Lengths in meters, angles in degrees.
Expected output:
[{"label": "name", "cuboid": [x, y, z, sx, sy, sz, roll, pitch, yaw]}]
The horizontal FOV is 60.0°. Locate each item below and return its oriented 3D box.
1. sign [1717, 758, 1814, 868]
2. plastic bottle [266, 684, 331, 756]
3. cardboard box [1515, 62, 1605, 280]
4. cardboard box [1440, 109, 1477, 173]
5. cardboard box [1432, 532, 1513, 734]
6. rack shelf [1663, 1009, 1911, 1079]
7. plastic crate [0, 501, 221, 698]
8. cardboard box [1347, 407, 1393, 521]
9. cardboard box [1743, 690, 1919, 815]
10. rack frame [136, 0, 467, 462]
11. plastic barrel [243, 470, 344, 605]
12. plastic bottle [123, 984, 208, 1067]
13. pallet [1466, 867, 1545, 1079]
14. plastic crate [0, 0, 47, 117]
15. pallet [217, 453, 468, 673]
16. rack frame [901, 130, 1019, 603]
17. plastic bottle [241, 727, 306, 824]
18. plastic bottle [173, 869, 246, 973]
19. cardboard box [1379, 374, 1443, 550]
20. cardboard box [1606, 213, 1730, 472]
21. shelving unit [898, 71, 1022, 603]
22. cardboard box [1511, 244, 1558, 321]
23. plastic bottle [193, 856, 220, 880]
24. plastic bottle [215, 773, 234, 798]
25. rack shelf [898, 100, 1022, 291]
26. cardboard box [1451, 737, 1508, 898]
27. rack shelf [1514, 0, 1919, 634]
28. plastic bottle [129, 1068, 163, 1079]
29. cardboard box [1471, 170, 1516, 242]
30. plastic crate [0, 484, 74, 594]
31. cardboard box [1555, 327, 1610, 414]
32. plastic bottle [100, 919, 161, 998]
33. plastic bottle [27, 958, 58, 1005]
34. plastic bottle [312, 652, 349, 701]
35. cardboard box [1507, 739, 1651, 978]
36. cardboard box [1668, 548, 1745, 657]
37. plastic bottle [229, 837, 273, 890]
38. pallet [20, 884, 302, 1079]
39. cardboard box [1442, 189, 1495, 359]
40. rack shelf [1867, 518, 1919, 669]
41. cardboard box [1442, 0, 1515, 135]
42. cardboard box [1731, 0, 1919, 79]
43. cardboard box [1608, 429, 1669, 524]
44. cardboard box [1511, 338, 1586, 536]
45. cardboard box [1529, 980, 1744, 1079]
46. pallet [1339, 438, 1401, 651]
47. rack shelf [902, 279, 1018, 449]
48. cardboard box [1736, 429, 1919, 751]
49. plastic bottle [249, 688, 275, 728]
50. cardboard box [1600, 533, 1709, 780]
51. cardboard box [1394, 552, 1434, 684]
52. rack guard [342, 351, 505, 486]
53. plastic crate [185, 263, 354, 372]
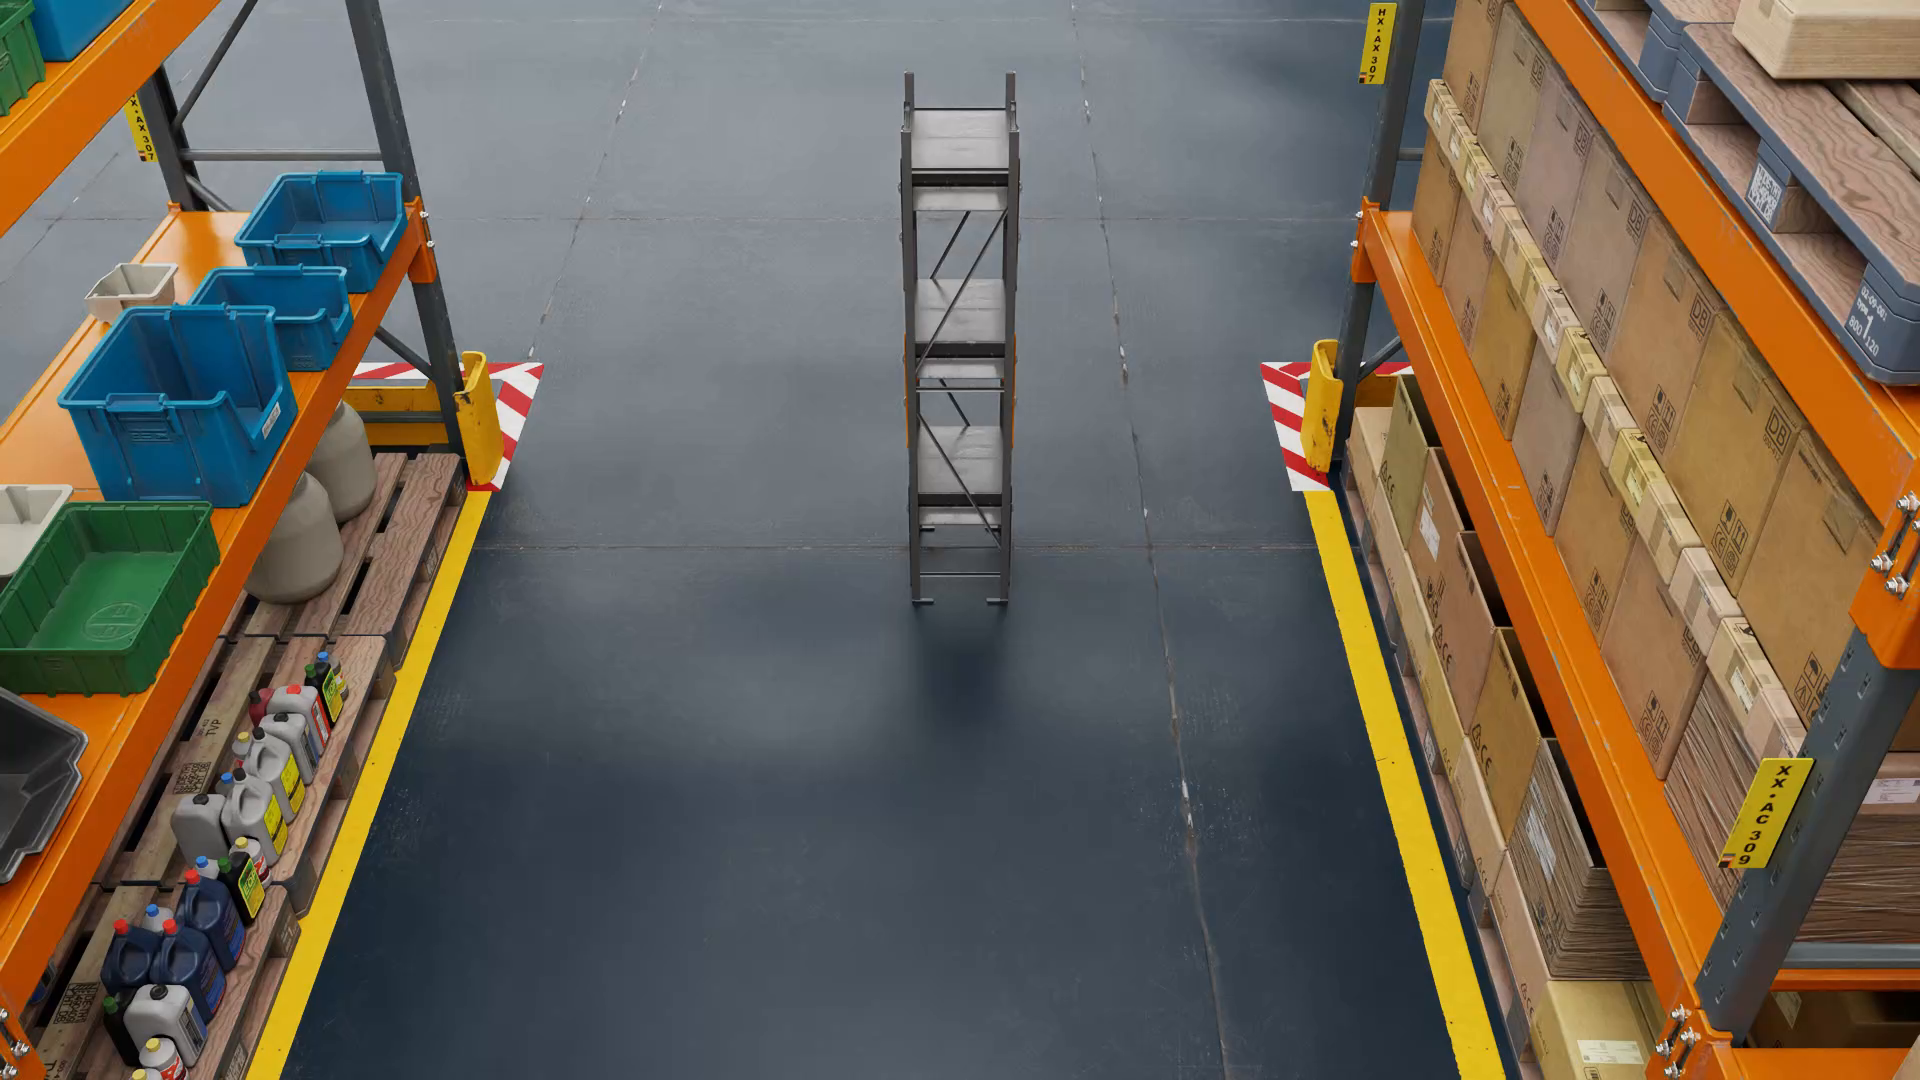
[{"label": "sign", "cuboid": [1.642, 0.561, 3.396, 0.100, 0.325, 0.005, 0, 39, 0]}, {"label": "plastic bottle", "cuboid": [-2.348, 0.625, 5.898, 0.152, 0.276, 0.135, 0, 39, 0]}, {"label": "cardboard box", "cuboid": [2.187, -1.149, 5.168, 0.700, 0.500, 0.500, 0, 39, 0]}, {"label": "cardboard box", "cuboid": [1.980, -1.455, 6.068, 0.380, 0.149, 0.250, -1, 39, -1]}, {"label": "cardboard box", "cuboid": [1.969, 0.317, 5.719, 0.500, 0.500, 0.500, 0, 39, 0]}, {"label": "rack shelf", "cuboid": [2.199, 2.460, 2.357, 1.077, 0.370, 4.000, 0, 39, 0]}, {"label": "plastic crate", "cuboid": [-2.476, 0.163, 4.817, 0.450, 0.188, 0.662, 0, 39, 0]}, {"label": "cardboard box", "cuboid": [1.970, -0.328, 7.124, 0.500, 0.250, 0.500, 0, 39, 0]}, {"label": "cardboard box", "cuboid": [1.982, 0.466, 3.671, 0.380, 0.149, 0.250, 0, 39, 0]}, {"label": "rack frame", "cuboid": [-2.761, -1.572, 6.813, 1.000, 3.000, 0.127, 0, 39, 0]}, {"label": "plastic barrel", "cuboid": [-2.684, -0.040, 6.555, 0.421, 0.512, 0.421, 0, 39, 0]}, {"label": "plastic bottle", "cuboid": [-2.346, 1.419, 4.907, 0.152, 0.276, 0.135, 1, 39, 2]}, {"label": "pallet", "cuboid": [2.238, 1.519, 5.186, 1.003, 0.211, 1.213, 0, 39, 0]}, {"label": "plastic crate", "cuboid": [-2.486, -1.145, 4.051, 0.336, 0.188, 0.450, 0, 39, 0]}, {"label": "pallet", "cuboid": [-2.719, 0.072, 6.992, 1.003, 0.211, 1.213, 0, 39, 0]}, {"label": "rack frame", "cuboid": [0.000, -0.563, 6.274, 0.400, 2.100, 0.015, 0, 39, 0]}, {"label": "plastic bottle", "cuboid": [-2.344, 0.786, 5.637, 0.144, 0.351, 0.185, 1, 39, 2]}, {"label": "plastic bottle", "cuboid": [-2.343, 1.168, 5.160, 0.144, 0.351, 0.185, -2, 39, -2]}, {"label": "cardboard box", "cuboid": [1.973, -0.308, 6.499, 0.500, 0.500, 0.500, 0, 39, 0]}, {"label": "cardboard box", "cuboid": [2.188, -0.524, 4.387, 0.700, 0.500, 0.500, 0, 39, 0]}, {"label": "shelving unit", "cuboid": [0.000, -0.716, 6.464, 0.431, 2.100, 0.503, 0, 39, 0]}, {"label": "cardboard box", "cuboid": [1.981, -0.814, 5.269, 0.380, 0.149, 0.250, -1, 39, -1]}, {"label": "plastic bottle", "cuboid": [-2.380, 1.107, 5.299, 0.097, 0.271, 0.097, 0, 39, 0]}, {"label": "plastic bottle", "cuboid": [-2.464, 0.872, 5.649, 0.097, 0.201, 0.097, 0, 39, 0]}, {"label": "rack shelf", "cuboid": [0.000, -1.251, 6.035, 0.431, 0.518, 0.480, 0, 39, 0]}, {"label": "cardboard box", "cuboid": [1.972, 0.922, 5.563, 0.500, 0.250, 0.500, 0, 39, 0]}, {"label": "rack shelf", "cuboid": [2.194, -1.212, 4.541, 1.077, 0.370, 4.000, 0, 39, 0]}, {"label": "plastic bottle", "cuboid": [-2.319, 1.587, 4.757, 0.097, 0.201, 0.097, 0, 39, 0]}, {"label": "cardboard box", "cuboid": [1.977, -1.141, 5.676, 0.380, 0.149, 0.250, -1, 39, -1]}, {"label": "plastic crate", "cuboid": [-3.012, 0.017, 5.041, 0.530, 0.136, 0.437, 0, 39, 0]}, {"label": "cardboard box", "cuboid": [1.979, -0.494, 4.869, 0.380, 0.149, 0.250, 1, 39, 1]}, {"label": "plastic bottle", "cuboid": [-2.487, 1.287, 5.012, 0.144, 0.351, 0.185, 0, 39, 0]}, {"label": "plastic bottle", "cuboid": [-2.898, 1.282, 5.077, 0.152, 0.276, 0.135, 0, 39, 0]}, {"label": "plastic bottle", "cuboid": [-2.321, 0.497, 6.118, 0.097, 0.201, 0.097, 0, 39, 0]}, {"label": "cardboard box", "cuboid": [1.989, 0.942, 4.939, 0.500, 0.500, 0.500, 0, 39, 0]}, {"label": "cardboard box", "cuboid": [1.981, 0.148, 4.068, 0.380, 0.149, 0.250, -1, 39, -1]}, {"label": "plastic bottle", "cuboid": [-2.320, 1.050, 5.427, 0.097, 0.201, 0.097, 0, 39, 0]}, {"label": "pallet", "cuboid": [-2.716, 1.598, 5.088, 1.003, 0.211, 1.213, 0, 39, 0]}, {"label": "cardboard box", "cuboid": [2.185, -0.992, 6.009, 0.700, 0.500, 0.500, 1, 39, 1]}, {"label": "rack shelf", "cuboid": [2.199, 1.289, 1.419, 1.077, 0.370, 4.000, 0, 39, 0]}, {"label": "cardboard box", "cuboid": [2.180, -1.793, 5.972, 0.700, 0.500, 0.500, 0, 39, 0]}, {"label": "cardboard box", "cuboid": [1.922, -1.117, 3.599, 0.380, 0.149, 0.250, 0, 39, 0]}, {"label": "cardboard box", "cuboid": [1.983, -0.170, 4.465, 0.380, 0.149, 0.250, 0, 39, 0]}, {"label": "cardboard box", "cuboid": [2.184, -0.352, 5.211, 0.700, 0.500, 0.500, 1, 39, 1]}, {"label": "cardboard box", "cuboid": [1.978, 1.548, 4.783, 0.500, 0.250, 0.500, 0, 39, 0]}, {"label": "pallet", "cuboid": [2.235, -0.007, 7.090, 1.003, 0.211, 1.213, 0, 39, 0]}, {"label": "rack shelf", "cuboid": [0.000, -0.705, 6.473, 0.431, 0.518, 0.480, 0, 39, 0]}, {"label": "cardboard box", "cuboid": [2.190, 0.106, 3.602, 0.700, 0.500, 0.500, 0, 39, 0]}, {"label": "plastic bottle", "cuboid": [-2.454, 0.623, 5.895, 0.061, 0.283, 0.133, 0, 39, 0]}, {"label": "cardboard box", "cuboid": [2.183, 0.282, 4.420, 0.700, 0.500, 0.500, 0, 39, -1]}, {"label": "cardboard box", "cuboid": [1.975, 0.297, 6.344, 0.500, 0.250, 0.500, 0, 39, 0]}, {"label": "rack guard", "cuboid": [-2.714, -0.549, 7.535, 1.175, 0.500, 0.348, 0, 39, 0]}, {"label": "plastic crate", "cuboid": [-2.466, -0.795, 5.962, 0.499, 0.251, 0.408, 0, 39, 0]}]
